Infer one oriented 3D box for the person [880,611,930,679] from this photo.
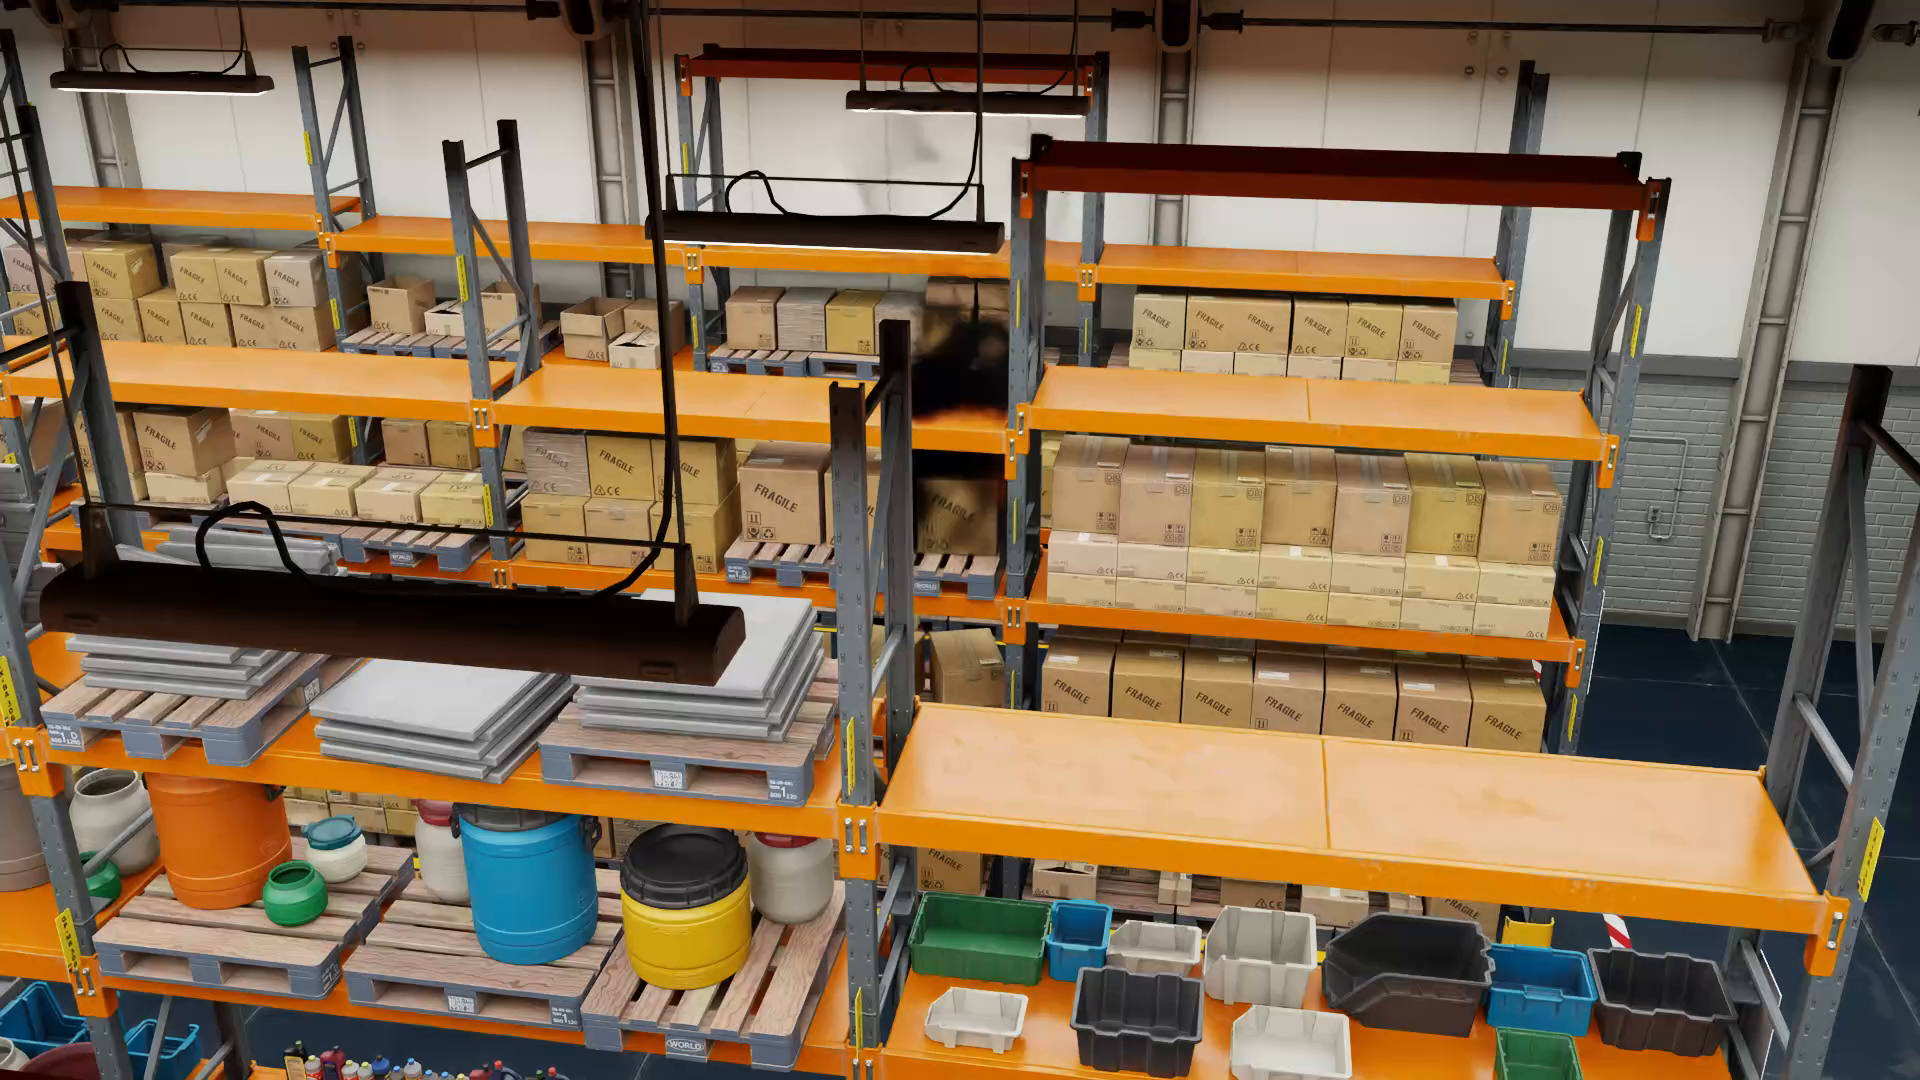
[{"bbox_3d":[-0.482,0.867,16.217,0.801,1.666,0.572,3,23,8],"label":"person"}]
